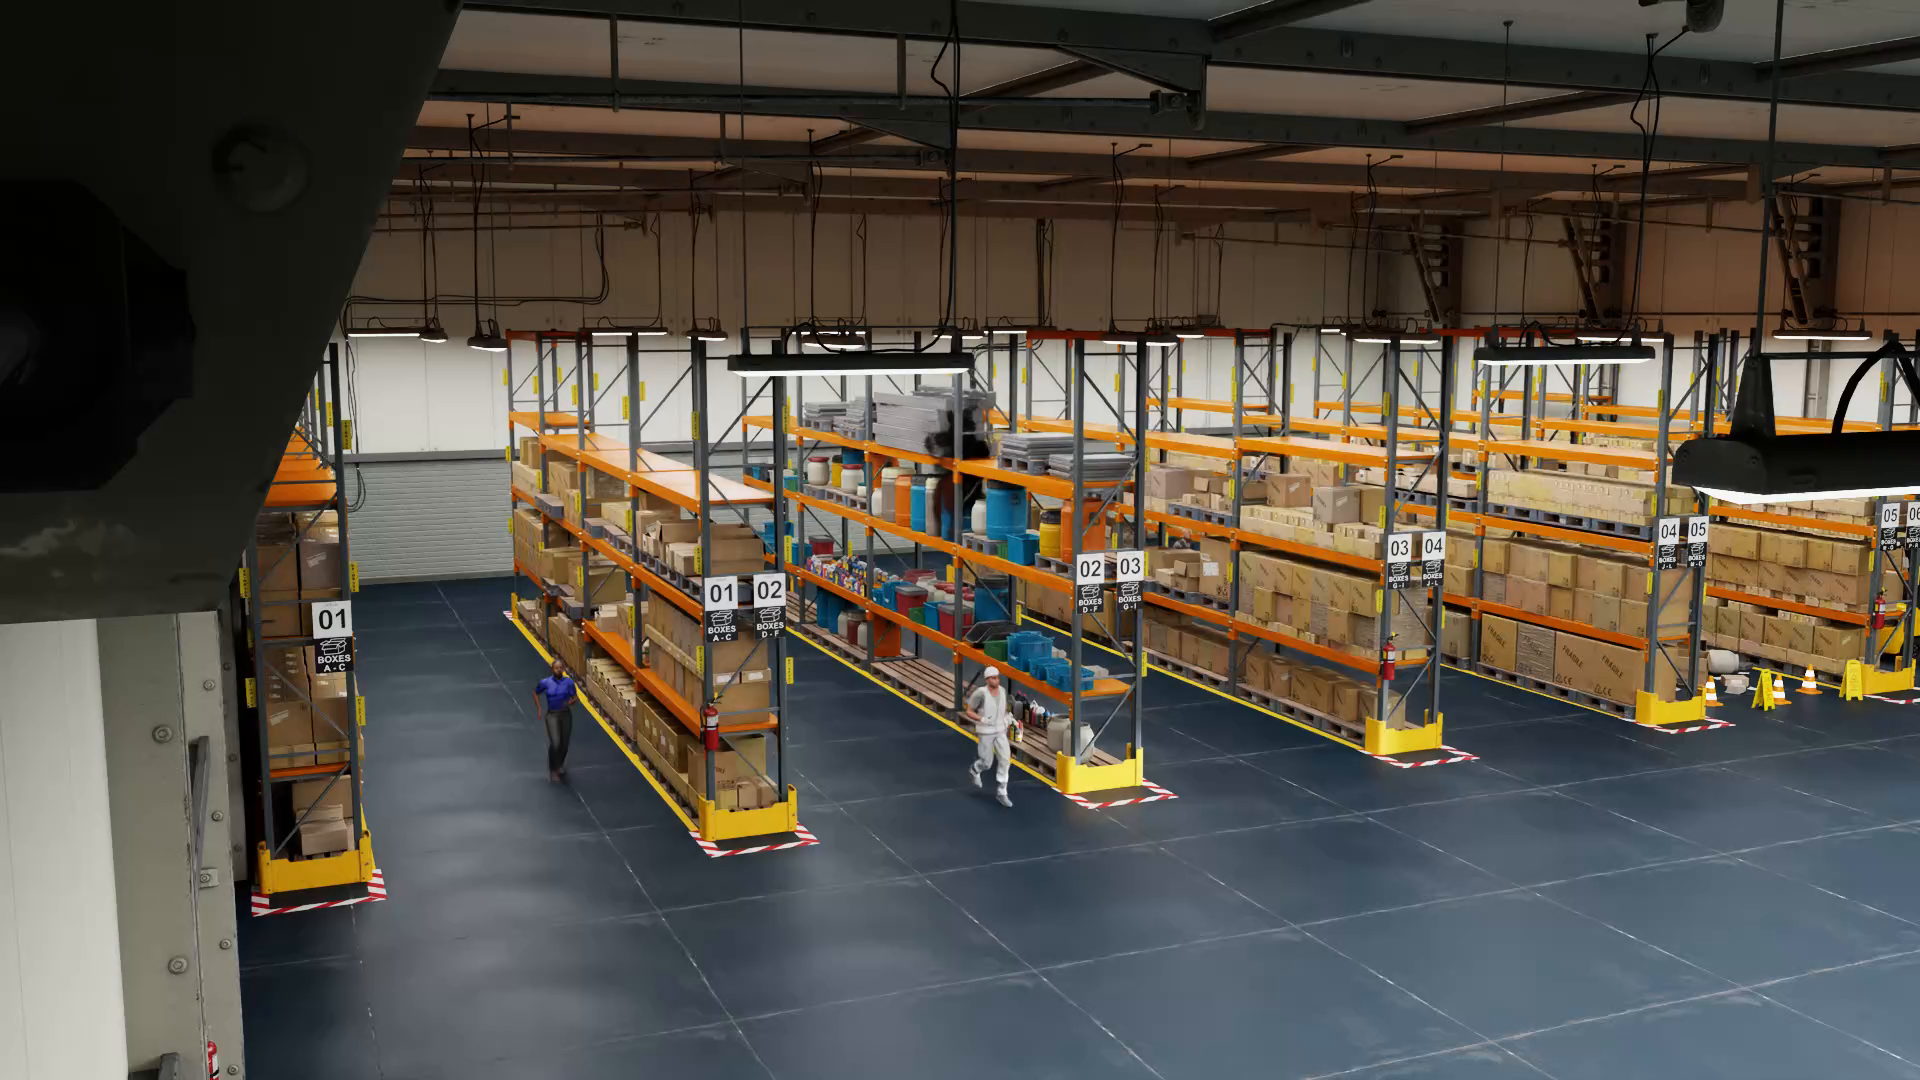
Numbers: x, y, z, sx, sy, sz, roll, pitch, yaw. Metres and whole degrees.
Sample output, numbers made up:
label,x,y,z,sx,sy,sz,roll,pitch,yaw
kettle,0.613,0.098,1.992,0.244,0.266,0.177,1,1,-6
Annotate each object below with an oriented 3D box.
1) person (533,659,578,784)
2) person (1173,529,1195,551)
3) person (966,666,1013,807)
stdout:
label,x,y,z,sx,sy,sz,roll,pitch,yaw
person,-5.457,2.459,22.581,0.542,1.693,0.705,-4,9,-27
person,4.834,0.589,36.012,0.649,1.713,0.933,-3,8,-20
person,0.389,2.518,21.692,0.694,1.785,0.911,-4,9,-30
